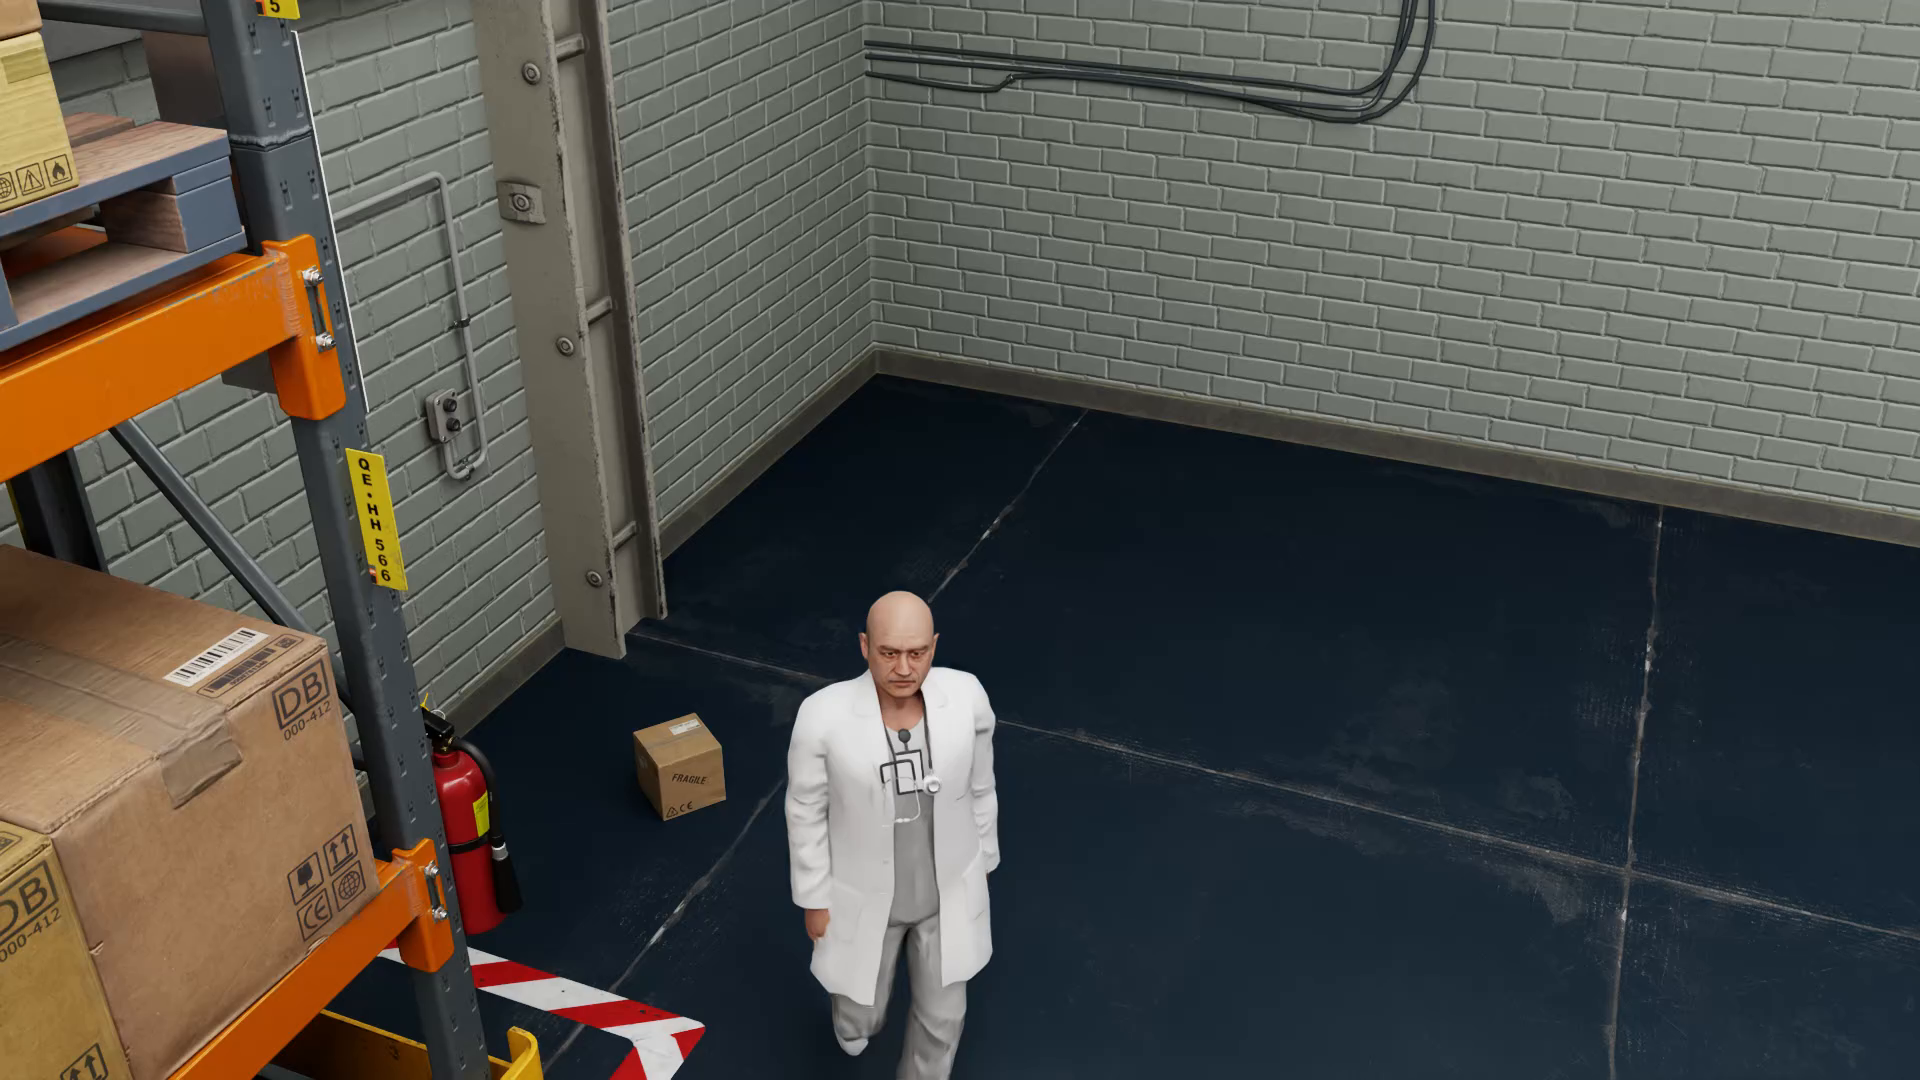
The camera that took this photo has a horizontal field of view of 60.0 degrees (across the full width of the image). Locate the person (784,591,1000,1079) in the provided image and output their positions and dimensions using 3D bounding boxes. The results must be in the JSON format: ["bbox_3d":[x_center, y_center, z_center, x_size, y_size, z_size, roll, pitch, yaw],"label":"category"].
[{"bbox_3d":[-0.180,0.877,4.498,0.575,1.718,0.765,-8,30,-14],"label":"person"}]
